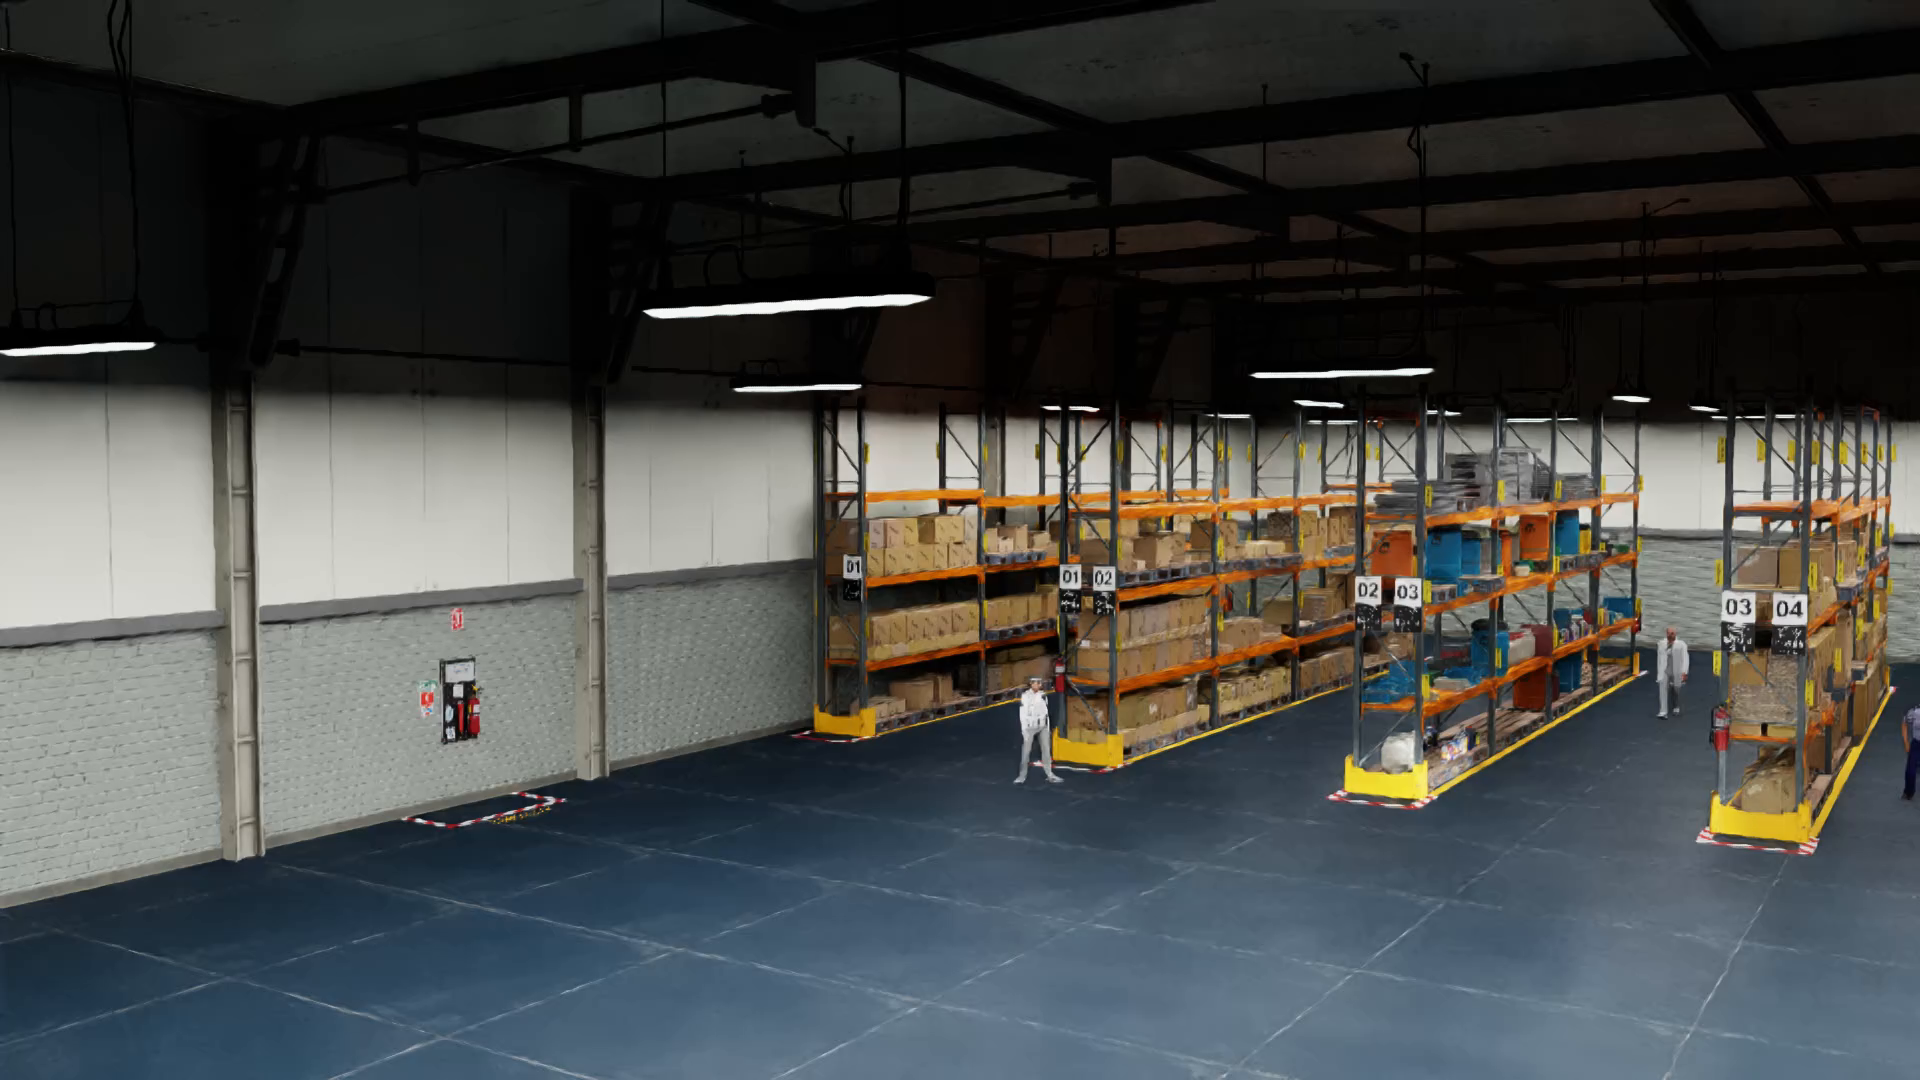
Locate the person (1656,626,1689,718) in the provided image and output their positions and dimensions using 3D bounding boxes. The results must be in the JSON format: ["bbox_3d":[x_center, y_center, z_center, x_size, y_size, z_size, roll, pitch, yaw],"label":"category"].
[{"bbox_3d":[13.437,2.488,31.387,0.603,1.725,1.093,2,4,31],"label":"person"}]

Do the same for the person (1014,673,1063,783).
[{"bbox_3d":[1.170,2.833,25.129,0.664,1.676,0.513,-1,3,-26],"label":"person"}]

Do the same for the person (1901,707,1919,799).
[{"bbox_3d":[13.809,2.963,23.787,0.625,1.596,0.510,2,3,30],"label":"person"}]
